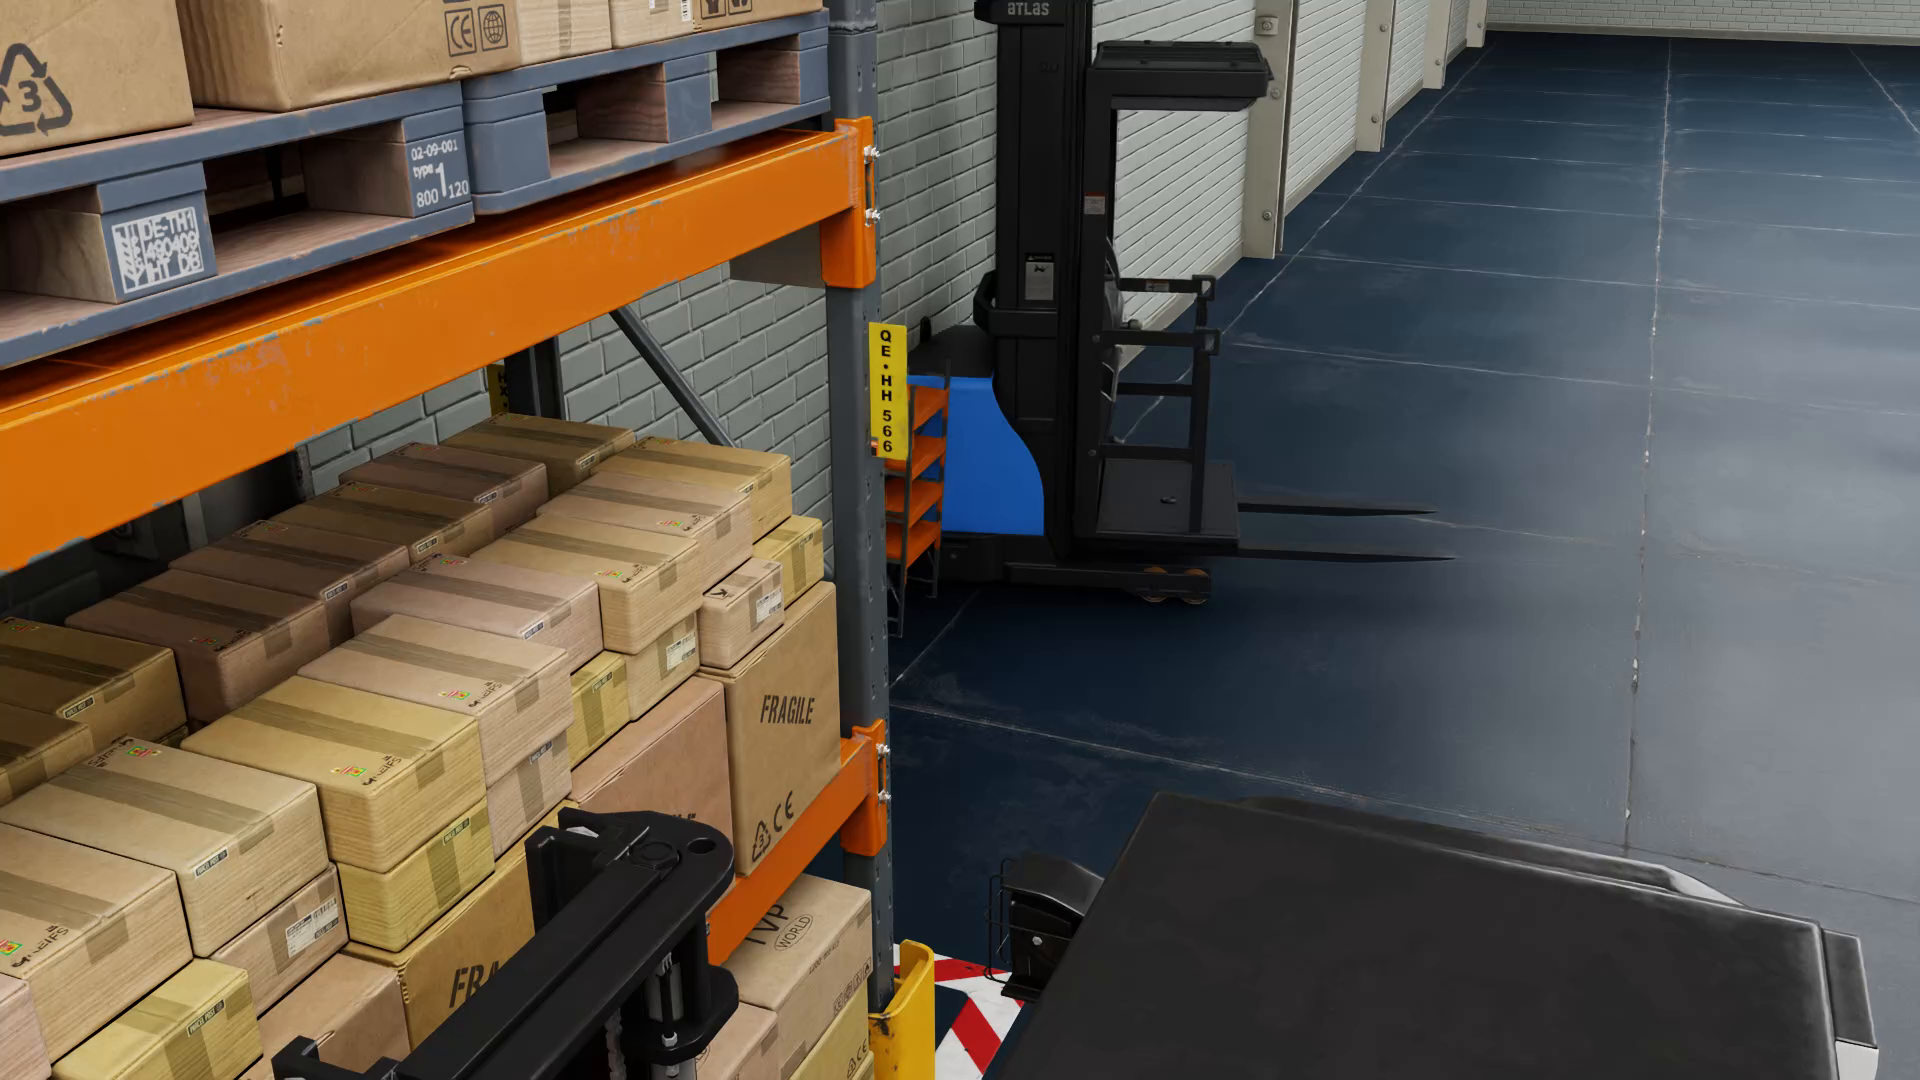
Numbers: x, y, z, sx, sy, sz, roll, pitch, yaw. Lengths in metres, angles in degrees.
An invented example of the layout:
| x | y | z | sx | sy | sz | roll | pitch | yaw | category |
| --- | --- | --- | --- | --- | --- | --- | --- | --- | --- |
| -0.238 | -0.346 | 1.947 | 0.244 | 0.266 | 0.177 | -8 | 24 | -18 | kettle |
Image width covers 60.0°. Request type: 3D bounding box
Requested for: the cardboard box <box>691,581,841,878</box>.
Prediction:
| x | y | z | sx | sy | sz | roll | pitch | yaw | category |
| --- | --- | --- | --- | --- | --- | --- | --- | --- | --- |
| -0.607 | 0.384 | 3.809 | 0.500 | 0.500 | 0.500 | 8 | 24 | 19 | cardboard box |

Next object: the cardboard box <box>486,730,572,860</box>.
| x | y | z | sx | sy | sz | roll | pitch | yaw | category |
| --- | --- | --- | --- | --- | --- | --- | --- | --- | --- |
| -0.915 | 0.404 | 2.919 | 0.380 | 0.149 | 0.250 | 8 | 24 | 18 | cardboard box |

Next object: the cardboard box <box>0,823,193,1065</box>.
| x | y | z | sx | sy | sz | roll | pitch | yaw | category |
| --- | --- | --- | --- | --- | --- | --- | --- | --- | --- |
| -1.279 | 0.529 | 2.233 | 0.380 | 0.149 | 0.250 | 9 | 24 | 20 | cardboard box |

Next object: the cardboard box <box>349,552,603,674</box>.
| x | y | z | sx | sy | sz | roll | pitch | yaw | category |
| --- | --- | --- | --- | --- | --- | --- | --- | --- | --- |
| -0.902 | 0.161 | 3.116 | 0.380 | 0.149 | 0.250 | 9 | 24 | 20 | cardboard box |

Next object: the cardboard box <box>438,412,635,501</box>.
| x | y | z | sx | sy | sz | roll | pitch | yaw | category |
| --- | --- | --- | --- | --- | --- | --- | --- | --- | --- |
| -0.991 | -0.177 | 3.924 | 0.380 | 0.149 | 0.250 | 8 | 24 | 19 | cardboard box |

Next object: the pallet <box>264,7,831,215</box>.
| x | y | z | sx | sy | sz | roll | pitch | yaw | category |
| --- | --- | --- | --- | --- | --- | --- | --- | --- | --- |
| -0.955 | -0.878 | 3.182 | 1.003 | 0.211 | 1.213 | 9 | 24 | 20 | pallet |

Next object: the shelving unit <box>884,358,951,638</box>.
| x | y | z | sx | sy | sz | roll | pitch | yaw | category |
| --- | --- | --- | --- | --- | --- | --- | --- | --- | --- |
| -0.268 | -0.210 | 7.660 | 0.258 | 1.200 | 0.503 | 10 | 23 | 16 | shelving unit |

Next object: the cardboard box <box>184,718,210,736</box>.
| x | y | z | sx | sy | sz | roll | pitch | yaw | category |
| --- | --- | --- | --- | --- | --- | --- | --- | --- | --- |
| -1.482 | 0.309 | 3.148 | 0.380 | 0.149 | 0.250 | 9 | 24 | 21 | cardboard box |

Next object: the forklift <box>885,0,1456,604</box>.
| x | y | z | sx | sy | sz | roll | pitch | yaw | category |
| --- | --- | --- | --- | --- | --- | --- | --- | --- | --- |
| 0.914 | -1.261 | 7.965 | 3.031 | 2.935 | 1.130 | 3 | 23 | 6 | forklift |

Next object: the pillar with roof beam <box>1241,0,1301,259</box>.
| x | y | z | sx | sy | sz | roll | pitch | yaw | category |
| --- | --- | --- | --- | --- | --- | --- | --- | --- | --- |
| 6.691 | -6.110 | 11.701 | 9.100 | 9.000 | 0.400 | 9 | 24 | 20 | pillar with roof beam |

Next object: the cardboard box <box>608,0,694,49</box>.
| x | y | z | sx | sy | sz | roll | pitch | yaw | category |
| --- | --- | --- | --- | --- | --- | --- | --- | --- | --- |
| -0.694 | -0.952 | 2.896 | 0.380 | 0.149 | 0.250 | 8 | 24 | 19 | cardboard box |

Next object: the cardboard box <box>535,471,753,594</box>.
| x | y | z | sx | sy | sz | roll | pitch | yaw | category |
| --- | --- | --- | --- | --- | --- | --- | --- | --- | --- |
| -0.668 | -0.015 | 3.537 | 0.380 | 0.149 | 0.250 | 9 | 24 | 20 | cardboard box |

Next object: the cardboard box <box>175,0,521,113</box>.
| x | y | z | sx | sy | sz | roll | pitch | yaw | category |
| --- | --- | --- | --- | --- | --- | --- | --- | --- | --- |
| -1.079 | -0.908 | 2.336 | 0.700 | 0.500 | 0.500 | 9 | 24 | 20 | cardboard box |

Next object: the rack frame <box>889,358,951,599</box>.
| x | y | z | sx | sy | sz | roll | pitch | yaw | category |
| --- | --- | --- | --- | --- | --- | --- | --- | --- | --- |
| -0.192 | -0.293 | 7.876 | 0.240 | 1.200 | 0.015 | 10 | 23 | 16 | rack frame |

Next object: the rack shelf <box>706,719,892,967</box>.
| x | y | z | sx | sy | sz | roll | pitch | yaw | category |
| --- | --- | --- | --- | --- | --- | --- | --- | --- | --- |
| -1.411 | 1.264 | 2.765 | 1.077 | 0.370 | 4.000 | 9 | 24 | 20 | rack shelf |

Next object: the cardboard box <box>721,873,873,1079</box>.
| x | y | z | sx | sy | sz | roll | pitch | yaw | category |
| --- | --- | --- | --- | --- | --- | --- | --- | --- | --- |
| -0.549 | 1.040 | 4.095 | 0.500 | 0.250 | 0.500 | 10 | 25 | 22 | cardboard box |

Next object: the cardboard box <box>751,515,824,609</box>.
| x | y | z | sx | sy | sz | roll | pitch | yaw | category |
| --- | --- | --- | --- | --- | --- | --- | --- | --- | --- |
| -0.537 | 0.035 | 3.803 | 0.380 | 0.149 | 0.250 | 9 | 24 | 21 | cardboard box |

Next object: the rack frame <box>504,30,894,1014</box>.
| x | y | z | sx | sy | sz | roll | pitch | yaw | category |
| --- | --- | --- | --- | --- | --- | --- | --- | --- | --- |
| -0.668 | 0.216 | 4.340 | 1.000 | 3.000 | 0.127 | 9 | 24 | 20 | rack frame |

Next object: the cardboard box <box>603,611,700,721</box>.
| x | y | z | sx | sy | sz | roll | pitch | yaw | category |
| --- | --- | --- | --- | --- | --- | --- | --- | --- | --- |
| -0.757 | 0.215 | 3.372 | 0.380 | 0.149 | 0.250 | 9 | 24 | 21 | cardboard box |

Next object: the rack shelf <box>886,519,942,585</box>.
| x | y | z | sx | sy | sz | roll | pitch | yaw | category |
| --- | --- | --- | --- | --- | --- | --- | --- | --- | --- |
| -0.285 | 0.036 | 7.759 | 0.258 | 0.148 | 0.480 | 10 | 23 | 16 | rack shelf |

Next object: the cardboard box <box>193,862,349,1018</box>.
| x | y | z | sx | sy | sz | roll | pitch | yaw | category |
| --- | --- | --- | --- | --- | --- | --- | --- | --- | --- |
| -1.167 | 0.574 | 2.512 | 0.380 | 0.149 | 0.250 | 9 | 24 | 20 | cardboard box |

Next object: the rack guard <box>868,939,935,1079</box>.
| x | y | z | sx | sy | sz | roll | pitch | yaw | category |
| --- | --- | --- | --- | --- | --- | --- | --- | --- | --- |
| -0.659 | 1.361 | 4.842 | 1.175 | 0.500 | 0.348 | 9 | 24 | 20 | rack guard |

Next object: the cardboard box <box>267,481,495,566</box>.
| x | y | z | sx | sy | sz | roll | pitch | yaw | category |
| --- | --- | --- | --- | --- | --- | --- | --- | --- | --- |
| -1.205 | 0.009 | 3.480 | 0.380 | 0.149 | 0.250 | 9 | 24 | 21 | cardboard box |

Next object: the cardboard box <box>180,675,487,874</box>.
| x | y | z | sx | sy | sz | roll | pitch | yaw | category |
| --- | --- | --- | --- | --- | --- | --- | --- | --- | --- |
| -0.986 | 0.363 | 2.631 | 0.380 | 0.149 | 0.250 | 9 | 24 | 21 | cardboard box |

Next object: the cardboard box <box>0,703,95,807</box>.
| x | y | z | sx | sy | sz | roll | pitch | yaw | category |
| --- | --- | --- | --- | --- | --- | --- | --- | --- | --- |
| -1.592 | 0.373 | 2.609 | 0.380 | 0.149 | 0.250 | 9 | 24 | 20 | cardboard box |

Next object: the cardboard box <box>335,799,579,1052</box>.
| x | y | z | sx | sy | sz | roll | pitch | yaw | category |
| --- | --- | --- | --- | --- | --- | --- | --- | --- | --- |
| -0.998 | 0.752 | 2.929 | 0.500 | 0.500 | 0.500 | 8 | 24 | 19 | cardboard box |

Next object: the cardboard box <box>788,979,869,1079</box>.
| x | y | z | sx | sy | sz | roll | pitch | yaw | category |
| --- | --- | --- | --- | --- | --- | --- | --- | --- | --- |
| -0.559 | 1.280 | 4.169 | 0.500 | 0.250 | 0.500 | 8 | 24 | 19 | cardboard box |

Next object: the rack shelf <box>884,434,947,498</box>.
| x | y | z | sx | sy | sz | roll | pitch | yaw | category |
| --- | --- | --- | --- | --- | --- | --- | --- | --- | --- |
| -0.259 | -0.355 | 7.601 | 0.258 | 0.148 | 0.480 | 10 | 23 | 16 | rack shelf |

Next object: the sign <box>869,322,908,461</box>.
| x | y | z | sx | sy | sz | roll | pitch | yaw | category |
| --- | --- | --- | --- | --- | --- | --- | --- | --- | --- |
| -0.169 | -0.344 | 3.873 | 0.100 | 0.325 | 0.005 | 9 | 24 | 20 | sign |

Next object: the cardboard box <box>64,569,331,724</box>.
| x | y | z | sx | sy | sz | roll | pitch | yaw | category |
| --- | --- | --- | --- | --- | --- | --- | --- | --- | --- |
| -1.385 | 0.193 | 3.039 | 0.380 | 0.149 | 0.250 | 10 | 25 | 22 | cardboard box |

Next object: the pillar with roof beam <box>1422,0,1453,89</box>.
| x | y | z | sx | sy | sz | roll | pitch | yaw | category |
| --- | --- | --- | --- | --- | --- | --- | --- | --- | --- |
| 11.148 | -10.404 | 21.982 | 9.100 | 9.000 | 0.400 | 9 | 24 | 20 | pillar with roof beam |

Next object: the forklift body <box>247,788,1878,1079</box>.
| x | y | z | sx | sy | sz | roll | pitch | yaw | category |
| --- | --- | --- | --- | --- | --- | --- | --- | --- | --- |
| 0.321 | 1.548 | 2.254 | 2.313 | 2.155 | 1.214 | 9 | 24 | 20 | forklift body |
